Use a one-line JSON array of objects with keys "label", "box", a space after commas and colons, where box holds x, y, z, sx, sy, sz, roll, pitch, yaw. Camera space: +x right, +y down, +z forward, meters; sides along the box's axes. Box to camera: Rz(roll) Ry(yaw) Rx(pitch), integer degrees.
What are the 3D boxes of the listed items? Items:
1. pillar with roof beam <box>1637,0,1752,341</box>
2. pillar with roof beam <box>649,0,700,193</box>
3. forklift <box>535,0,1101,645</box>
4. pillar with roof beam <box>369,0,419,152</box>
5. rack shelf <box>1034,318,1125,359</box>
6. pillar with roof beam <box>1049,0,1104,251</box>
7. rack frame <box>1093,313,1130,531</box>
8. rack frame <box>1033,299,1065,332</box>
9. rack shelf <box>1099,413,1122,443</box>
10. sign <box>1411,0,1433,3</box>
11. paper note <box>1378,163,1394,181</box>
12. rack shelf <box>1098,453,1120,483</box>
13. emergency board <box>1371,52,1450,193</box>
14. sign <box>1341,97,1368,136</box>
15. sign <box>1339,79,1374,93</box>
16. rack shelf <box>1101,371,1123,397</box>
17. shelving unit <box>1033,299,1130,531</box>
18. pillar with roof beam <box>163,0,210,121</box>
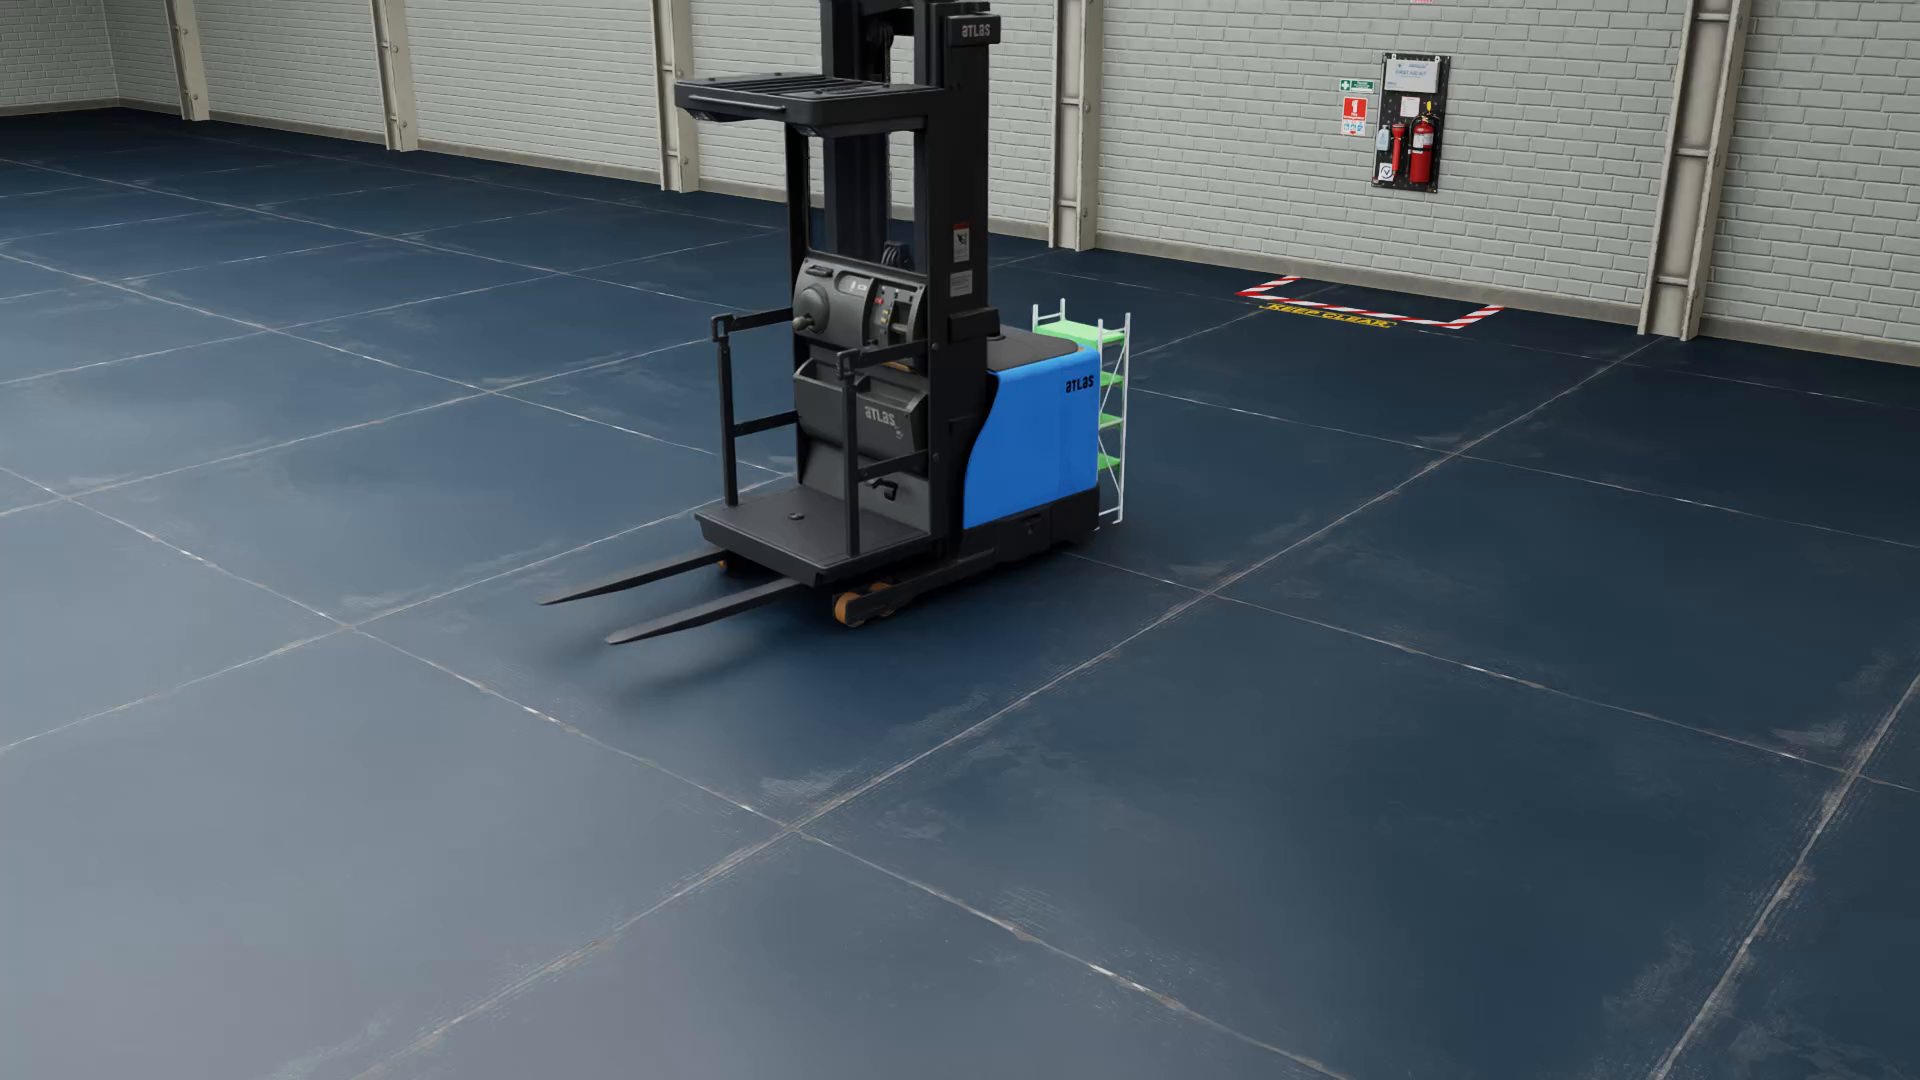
[{"label": "pillar with roof beam", "box": [3.090, -4.726, 8.948, 0.400, 9.000, 9.100, 16, 26, 36]}, {"label": "pillar with roof beam", "box": [-6.206, -7.404, 16.047, 0.400, 9.000, 9.100, 16, 26, 36]}, {"label": "forklift", "box": [-0.656, -1.156, 8.079, 3.031, 2.935, 1.130, -18, 27, -40]}, {"label": "pillar with roof beam", "box": [-10.855, -8.742, 19.597, 0.400, 9.000, 9.100, 16, 26, 36]}, {"label": "rack shelf", "box": [0.666, -1.097, 9.196, 0.258, 0.148, 0.480, -18, 27, -40]}, {"label": "pillar with roof beam", "box": [-1.558, -6.065, 12.498, 0.400, 9.000, 9.100, 16, 26, 36]}, {"label": "rack frame", "box": [0.831, -0.644, 9.174, 0.240, 1.200, 0.015, -18, 27, -40]}, {"label": "rack frame", "box": [0.498, -0.770, 9.508, 0.240, 1.200, 0.015, -18, 27, -40]}, {"label": "rack shelf", "box": [0.664, -0.647, 9.364, 0.258, 0.148, 0.480, -18, 27, -40]}, {"label": "sign", "box": [3.979, -4.772, 14.285, 0.199, 0.298, 0.001, 16, 26, 36]}, {"label": "paper note", "box": [3.829, -3.304, 14.927, 0.142, 0.148, 0.016, 16, 26, 36]}, {"label": "rack shelf", "box": [0.664, -0.423, 9.448, 0.258, 0.148, 0.480, -18, 27, -40]}, {"label": "emergency board", "box": [3.922, -3.658, 14.617, 0.643, 1.169, 0.194, 16, 26, 36]}, {"label": "sign", "box": [3.559, -3.826, 15.012, 0.234, 0.329, 0.001, 16, 26, 36]}, {"label": "sign", "box": [3.557, -4.071, 14.910, 0.331, 0.109, 0.001, 16, 26, 36]}, {"label": "rack shelf", "box": [0.665, -0.872, 9.280, 0.258, 0.148, 0.480, -18, 27, -40]}, {"label": "shelving unit", "box": [0.665, -0.707, 9.341, 0.258, 1.200, 0.503, -18, 27, -40]}, {"label": "pillar with roof beam", "box": [-15.503, -10.081, 23.147, 0.400, 9.000, 9.100, 16, 26, 36]}]
